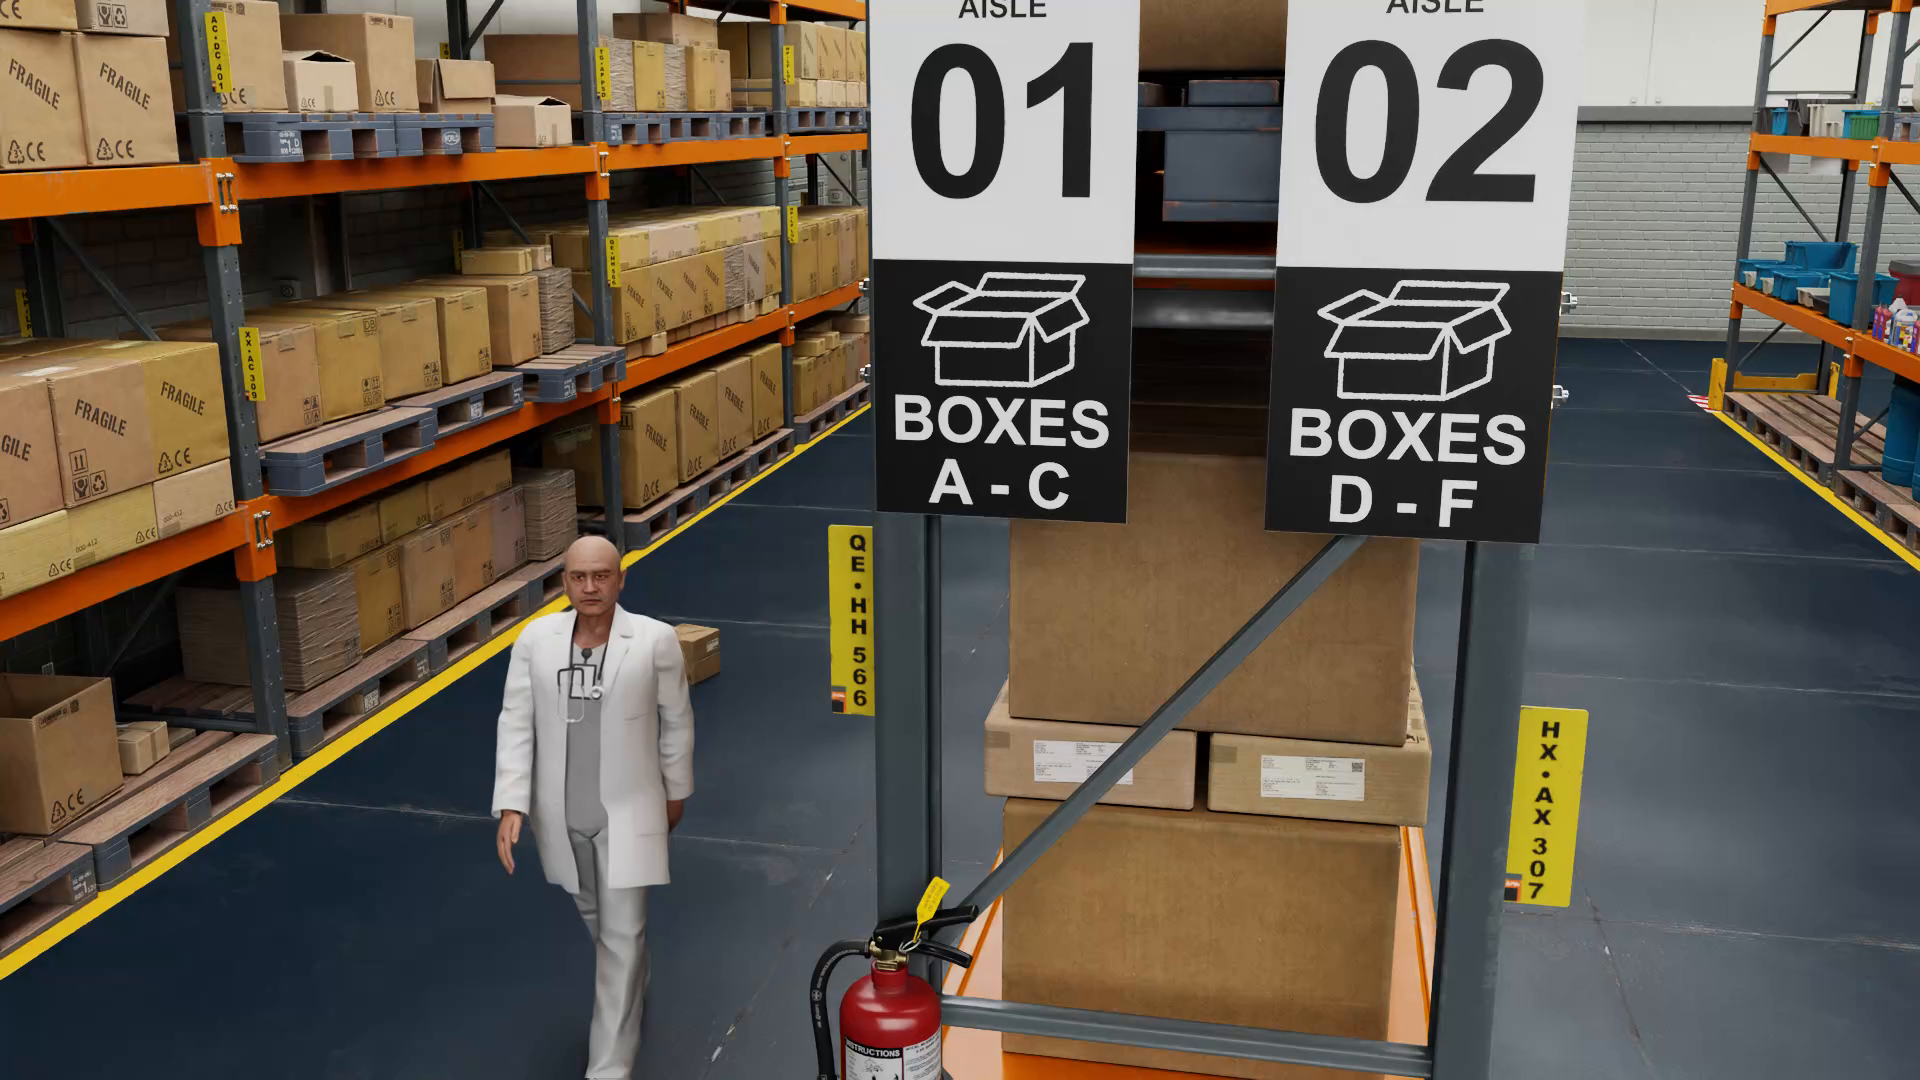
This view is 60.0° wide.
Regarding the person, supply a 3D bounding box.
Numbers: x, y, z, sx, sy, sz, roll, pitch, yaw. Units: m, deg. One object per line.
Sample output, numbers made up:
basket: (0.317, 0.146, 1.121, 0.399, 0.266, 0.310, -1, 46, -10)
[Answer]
person: (-1.156, 0.857, 5.150, 0.567, 1.724, 1.085, 1, 14, 6)
